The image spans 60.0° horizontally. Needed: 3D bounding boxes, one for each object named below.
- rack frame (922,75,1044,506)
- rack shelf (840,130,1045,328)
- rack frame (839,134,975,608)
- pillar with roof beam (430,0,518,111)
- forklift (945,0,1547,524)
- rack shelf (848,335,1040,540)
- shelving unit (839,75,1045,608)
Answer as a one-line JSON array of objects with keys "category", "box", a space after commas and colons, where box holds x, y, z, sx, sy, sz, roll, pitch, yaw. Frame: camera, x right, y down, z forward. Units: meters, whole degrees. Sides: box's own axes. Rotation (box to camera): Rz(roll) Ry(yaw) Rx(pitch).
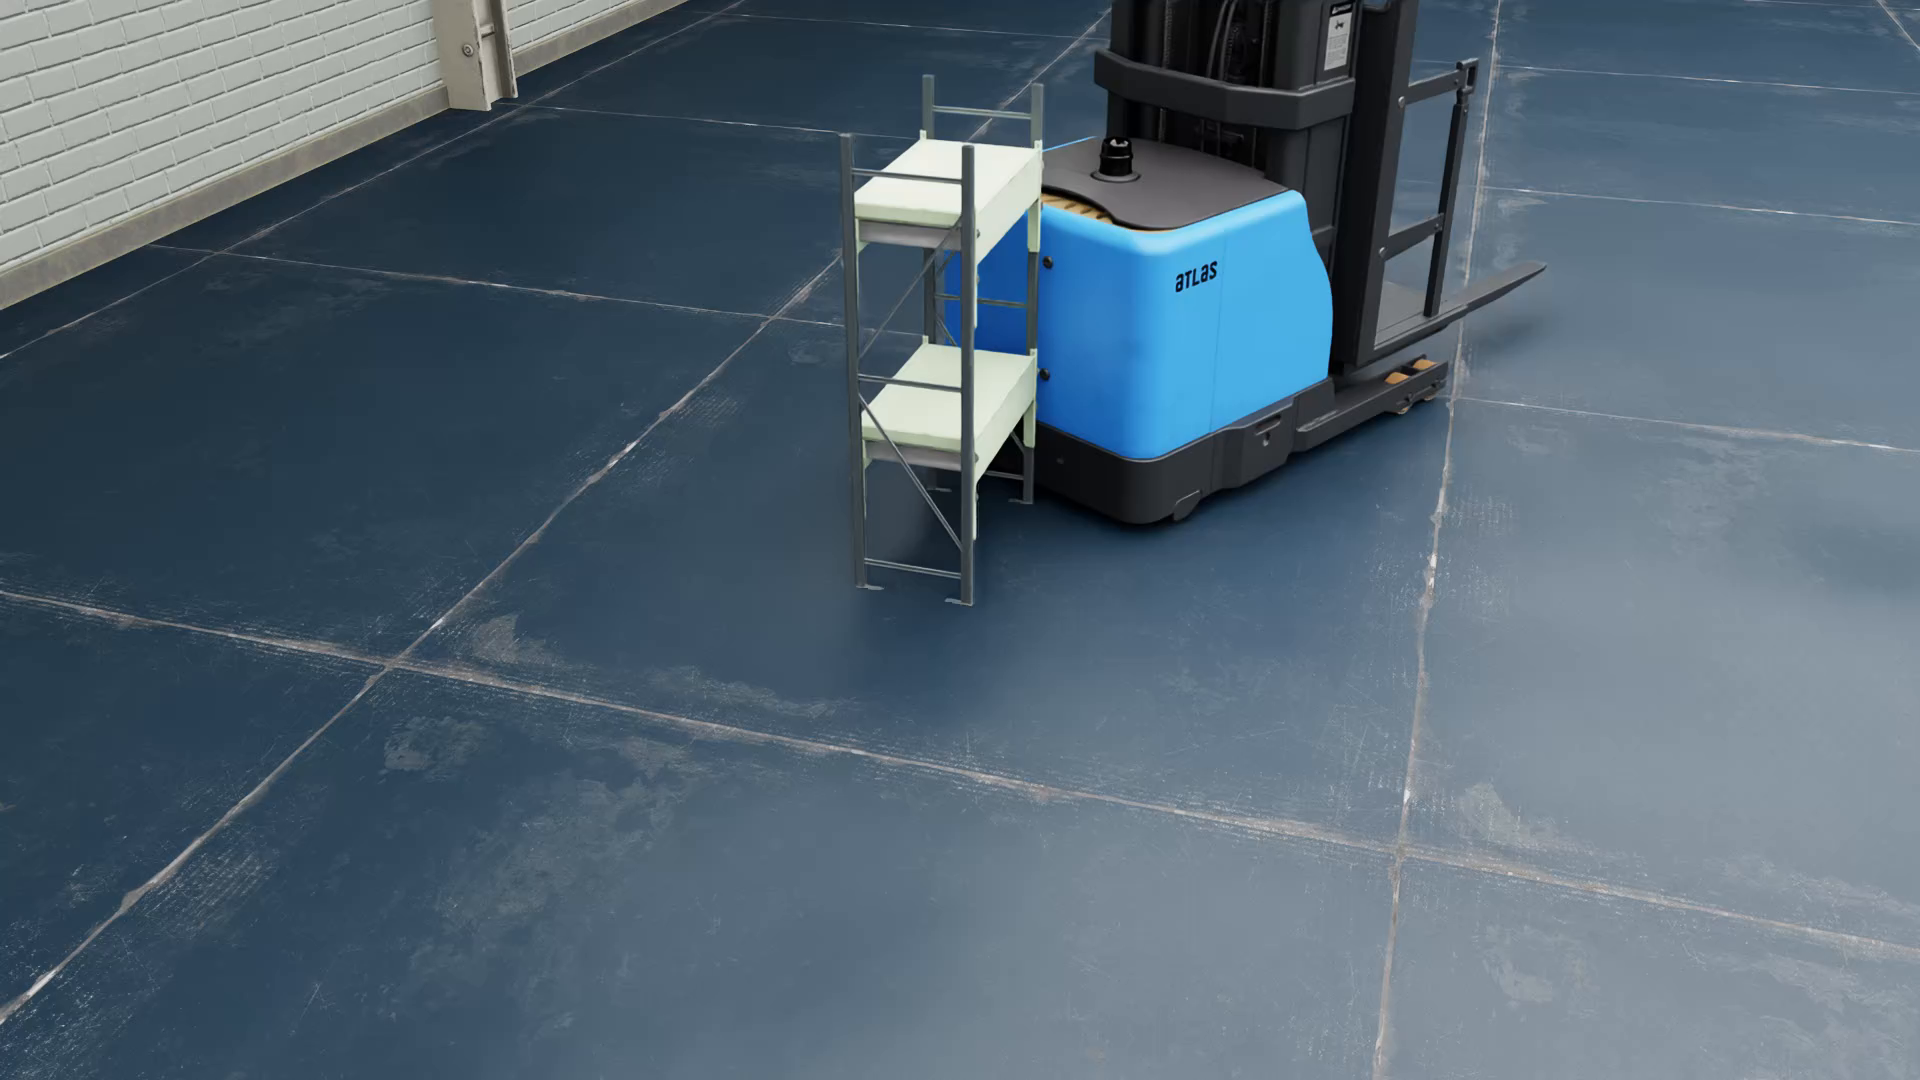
[{"category": "rack frame", "box": [0.071, -0.811, 5.665, 0.400, 1.500, 0.023, 9, 30, 15]}, {"category": "rack shelf", "box": [-0.040, -0.982, 5.170, 0.431, 0.370, 0.720, 9, 30, 15]}, {"category": "rack frame", "box": [-0.151, -0.472, 5.055, 0.400, 1.500, 0.023, 9, 30, 15]}, {"category": "pillar with roof beam", "box": [0.977, -6.198, 7.635, 9.100, 9.000, 0.400, 8, 30, 15]}, {"category": "forklift", "box": [1.341, -1.945, 6.231, 3.031, 2.935, 1.130, -25, 38, -37]}, {"category": "rack shelf", "box": [-0.040, -0.356, 5.519, 0.431, 0.370, 0.720, 9, 30, 15]}, {"category": "shelving unit", "box": [-0.040, -0.641, 5.360, 0.431, 1.500, 0.755, 9, 30, 15]}]
